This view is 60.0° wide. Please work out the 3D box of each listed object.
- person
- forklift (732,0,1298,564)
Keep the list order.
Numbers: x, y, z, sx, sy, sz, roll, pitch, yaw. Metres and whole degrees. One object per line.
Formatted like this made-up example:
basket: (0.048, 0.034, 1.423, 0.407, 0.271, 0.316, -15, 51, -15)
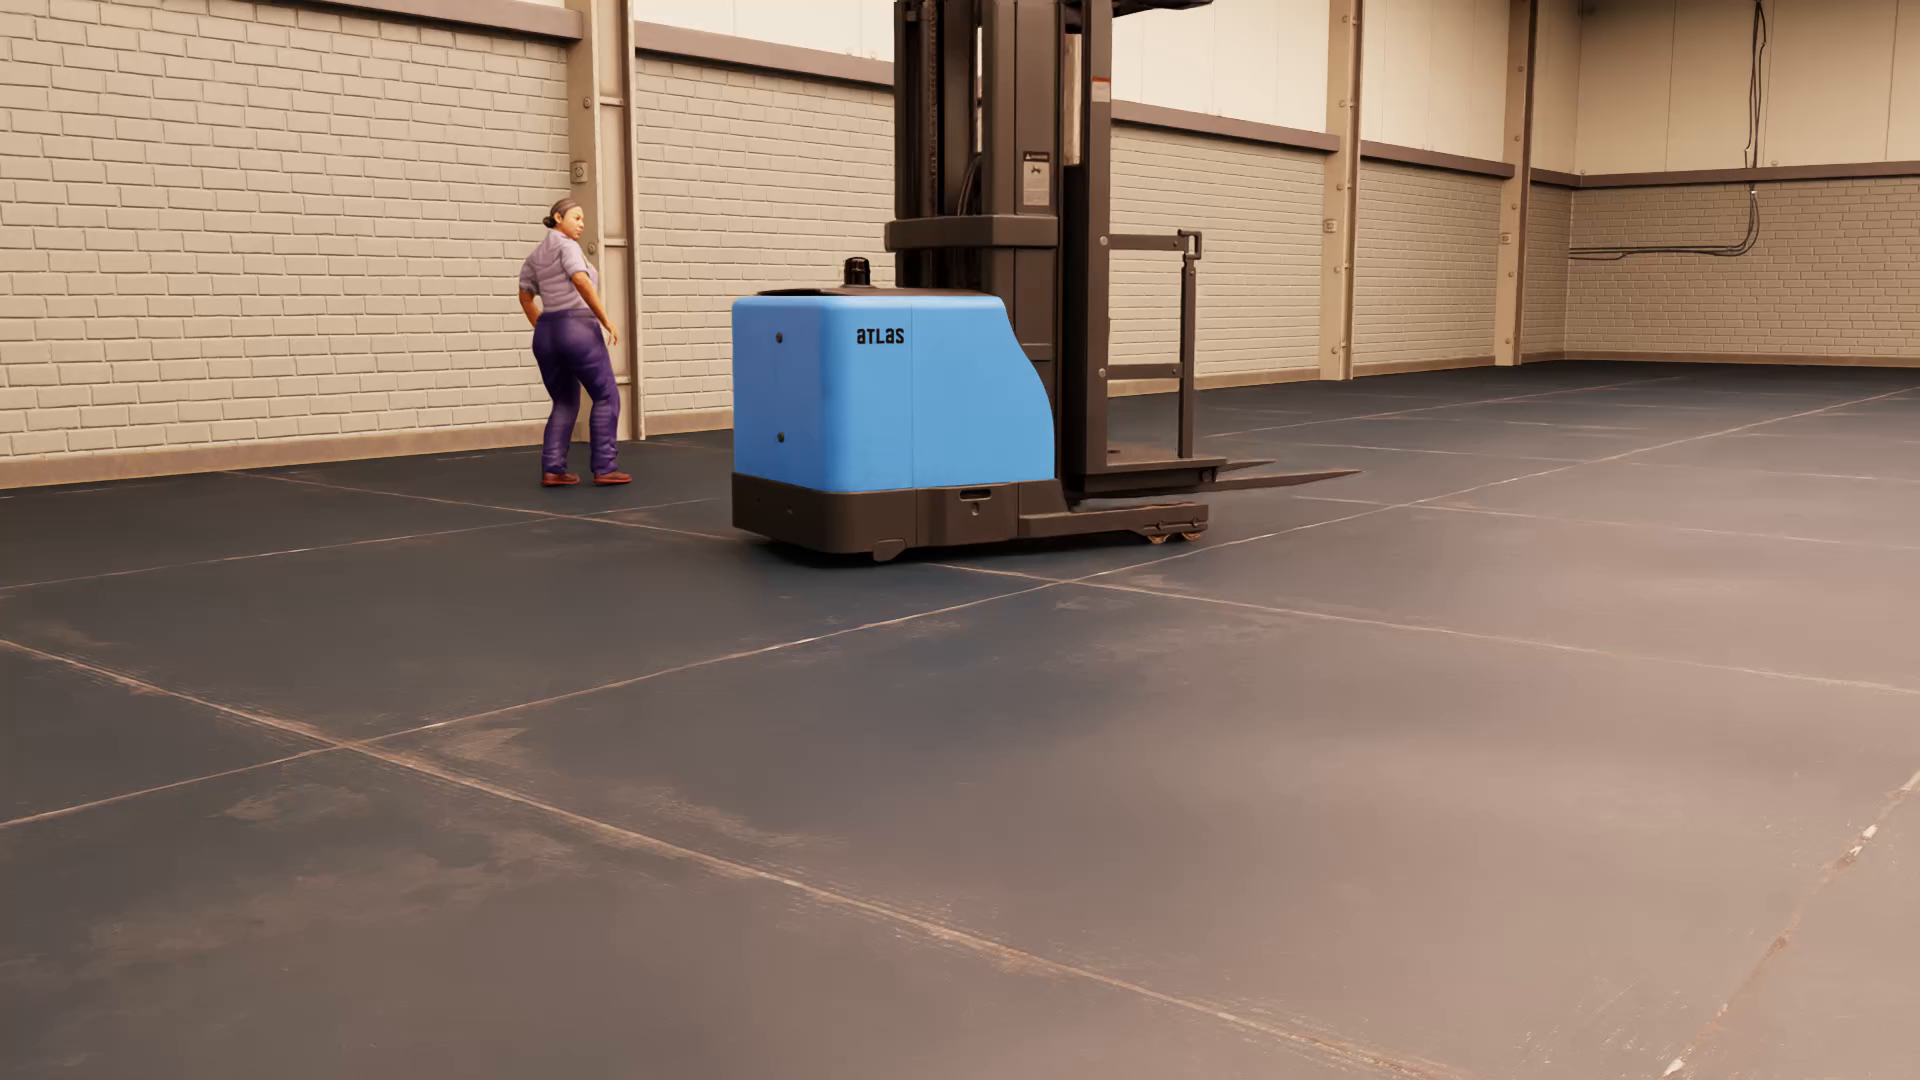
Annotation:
person: (-2.191, -1.130, 9.495, 0.680, 1.636, 0.477, 6, 10, 35)
forklift: (0.434, -1.514, 7.630, 3.031, 2.935, 1.130, -8, 11, -43)
